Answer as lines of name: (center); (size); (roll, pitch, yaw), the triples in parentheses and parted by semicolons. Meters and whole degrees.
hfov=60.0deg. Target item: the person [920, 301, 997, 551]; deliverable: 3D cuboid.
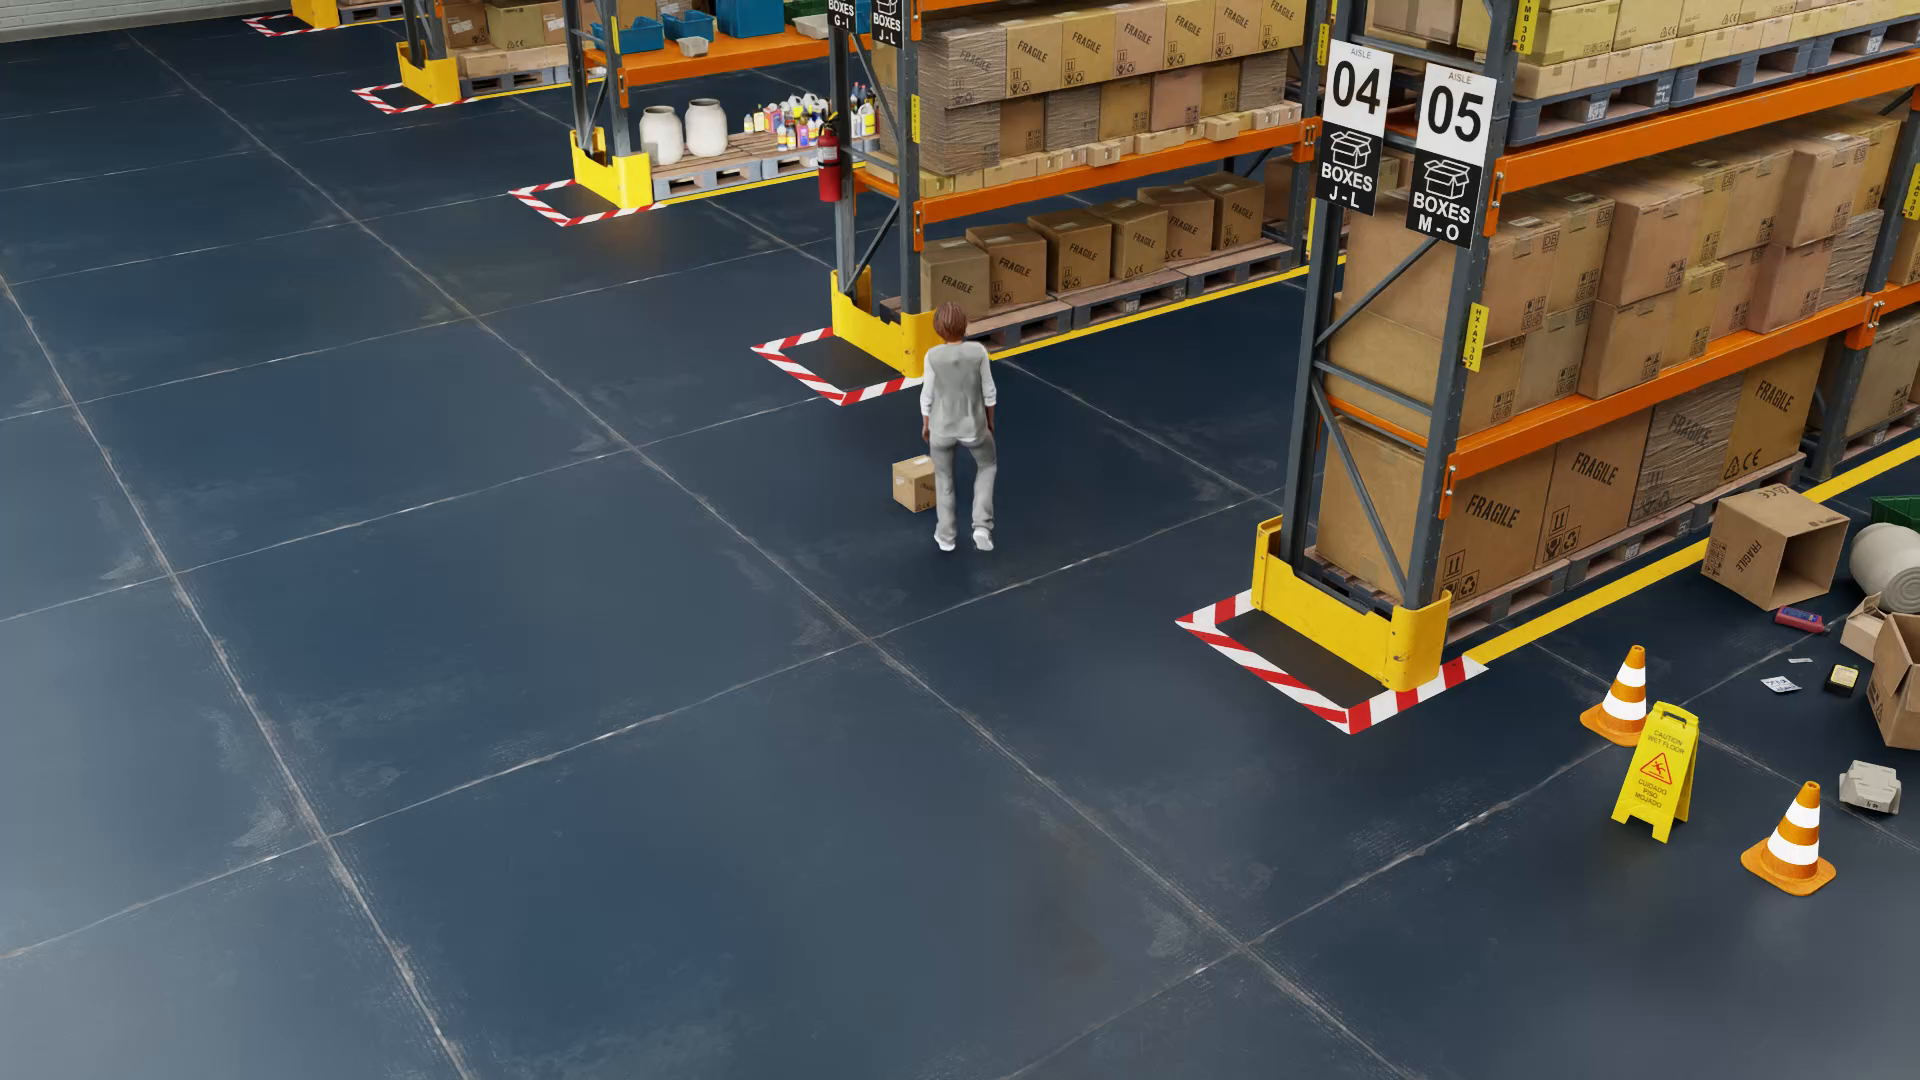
person: (0.001, -0.631, 9.751); (0.461, 1.578, 0.475); (-2, 29, -4)
